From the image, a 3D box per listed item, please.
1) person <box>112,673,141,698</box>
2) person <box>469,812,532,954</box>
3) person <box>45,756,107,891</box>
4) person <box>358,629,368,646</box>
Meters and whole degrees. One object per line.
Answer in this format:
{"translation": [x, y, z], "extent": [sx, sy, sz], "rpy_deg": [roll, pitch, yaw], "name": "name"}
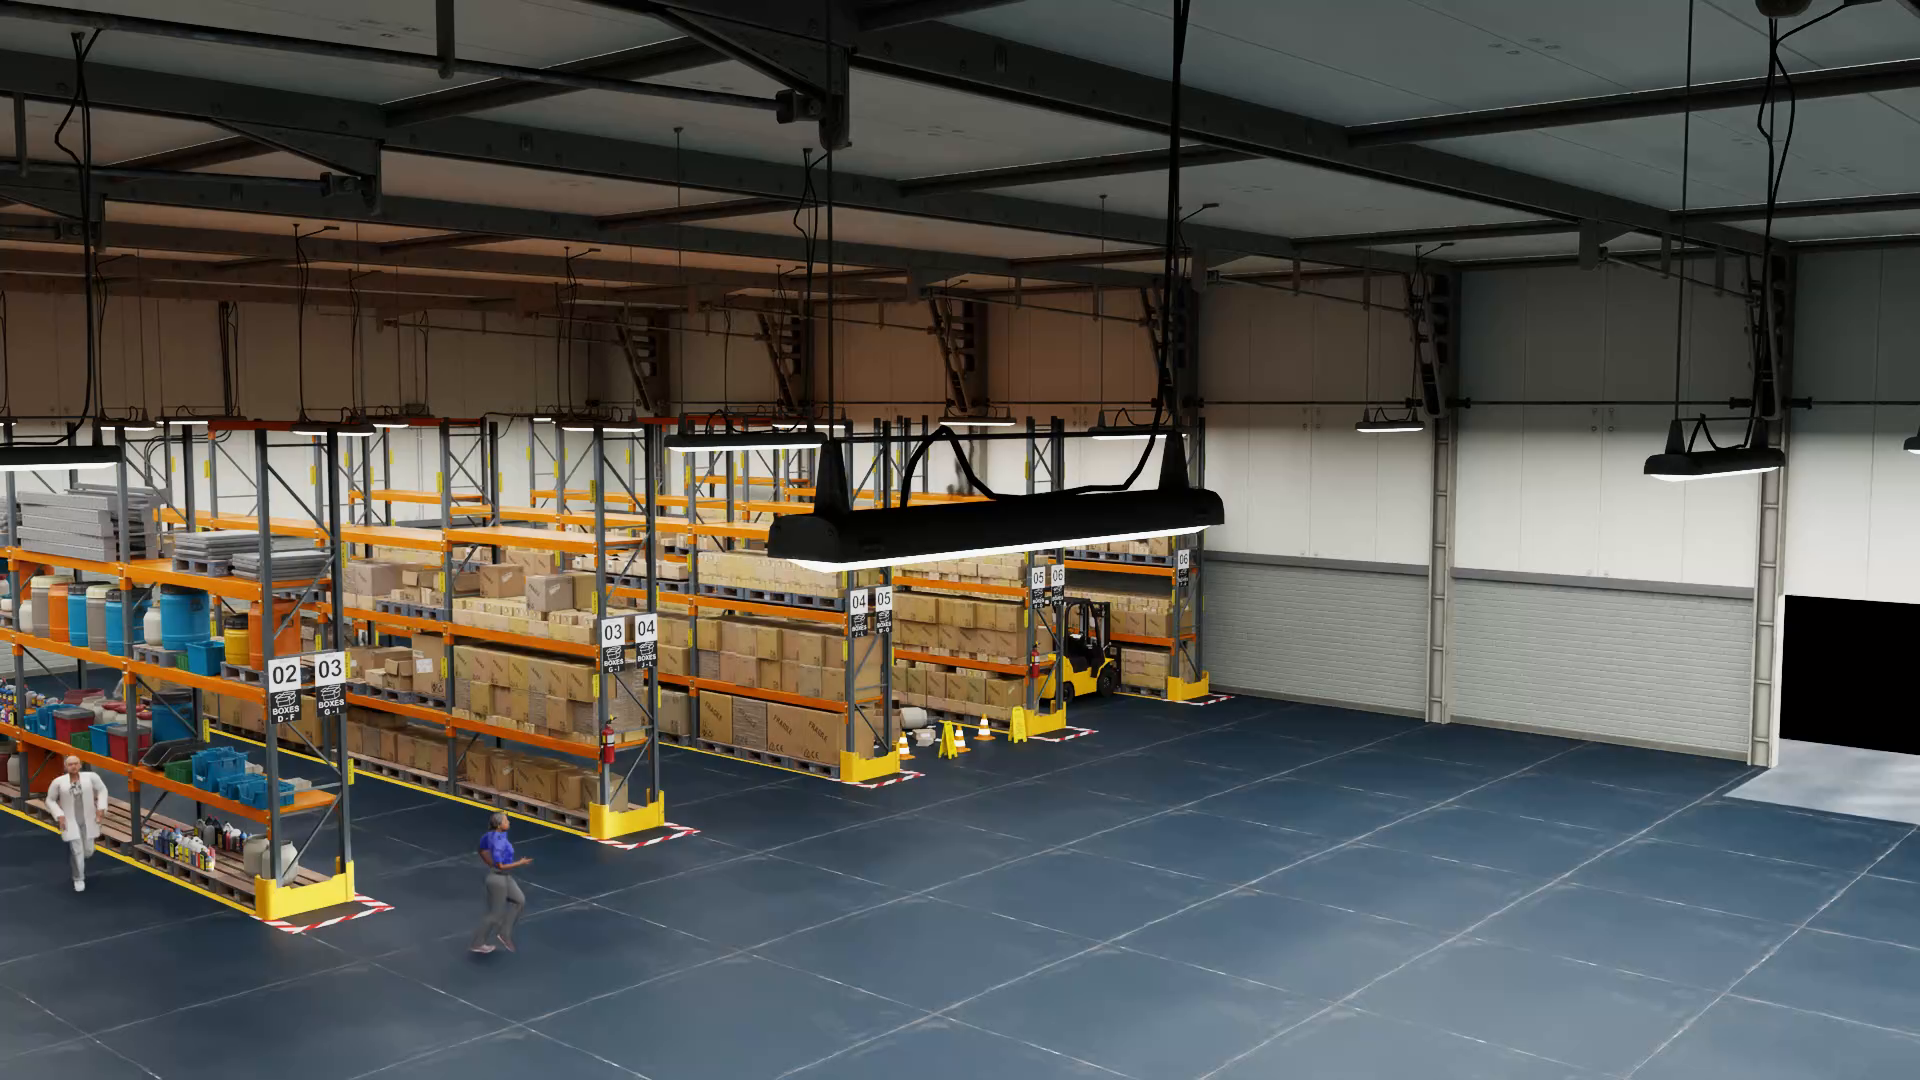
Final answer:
{"translation": [-17.691, 2.536, 35.493], "extent": [0.785, 1.762, 0.692], "rpy_deg": [-5, 7, -45], "name": "person"}
{"translation": [-5.255, 3.938, 19.021], "extent": [0.718, 1.693, 0.550], "rpy_deg": [-1, 5, -16], "name": "person"}
{"translation": [-11.541, 3.666, 21.744], "extent": [0.725, 1.763, 0.708], "rpy_deg": [-3, 6, -34], "name": "person"}
{"translation": [-14.621, 2.079, 40.682], "extent": [0.655, 1.803, 0.777], "rpy_deg": [0, 5, 4], "name": "person"}
